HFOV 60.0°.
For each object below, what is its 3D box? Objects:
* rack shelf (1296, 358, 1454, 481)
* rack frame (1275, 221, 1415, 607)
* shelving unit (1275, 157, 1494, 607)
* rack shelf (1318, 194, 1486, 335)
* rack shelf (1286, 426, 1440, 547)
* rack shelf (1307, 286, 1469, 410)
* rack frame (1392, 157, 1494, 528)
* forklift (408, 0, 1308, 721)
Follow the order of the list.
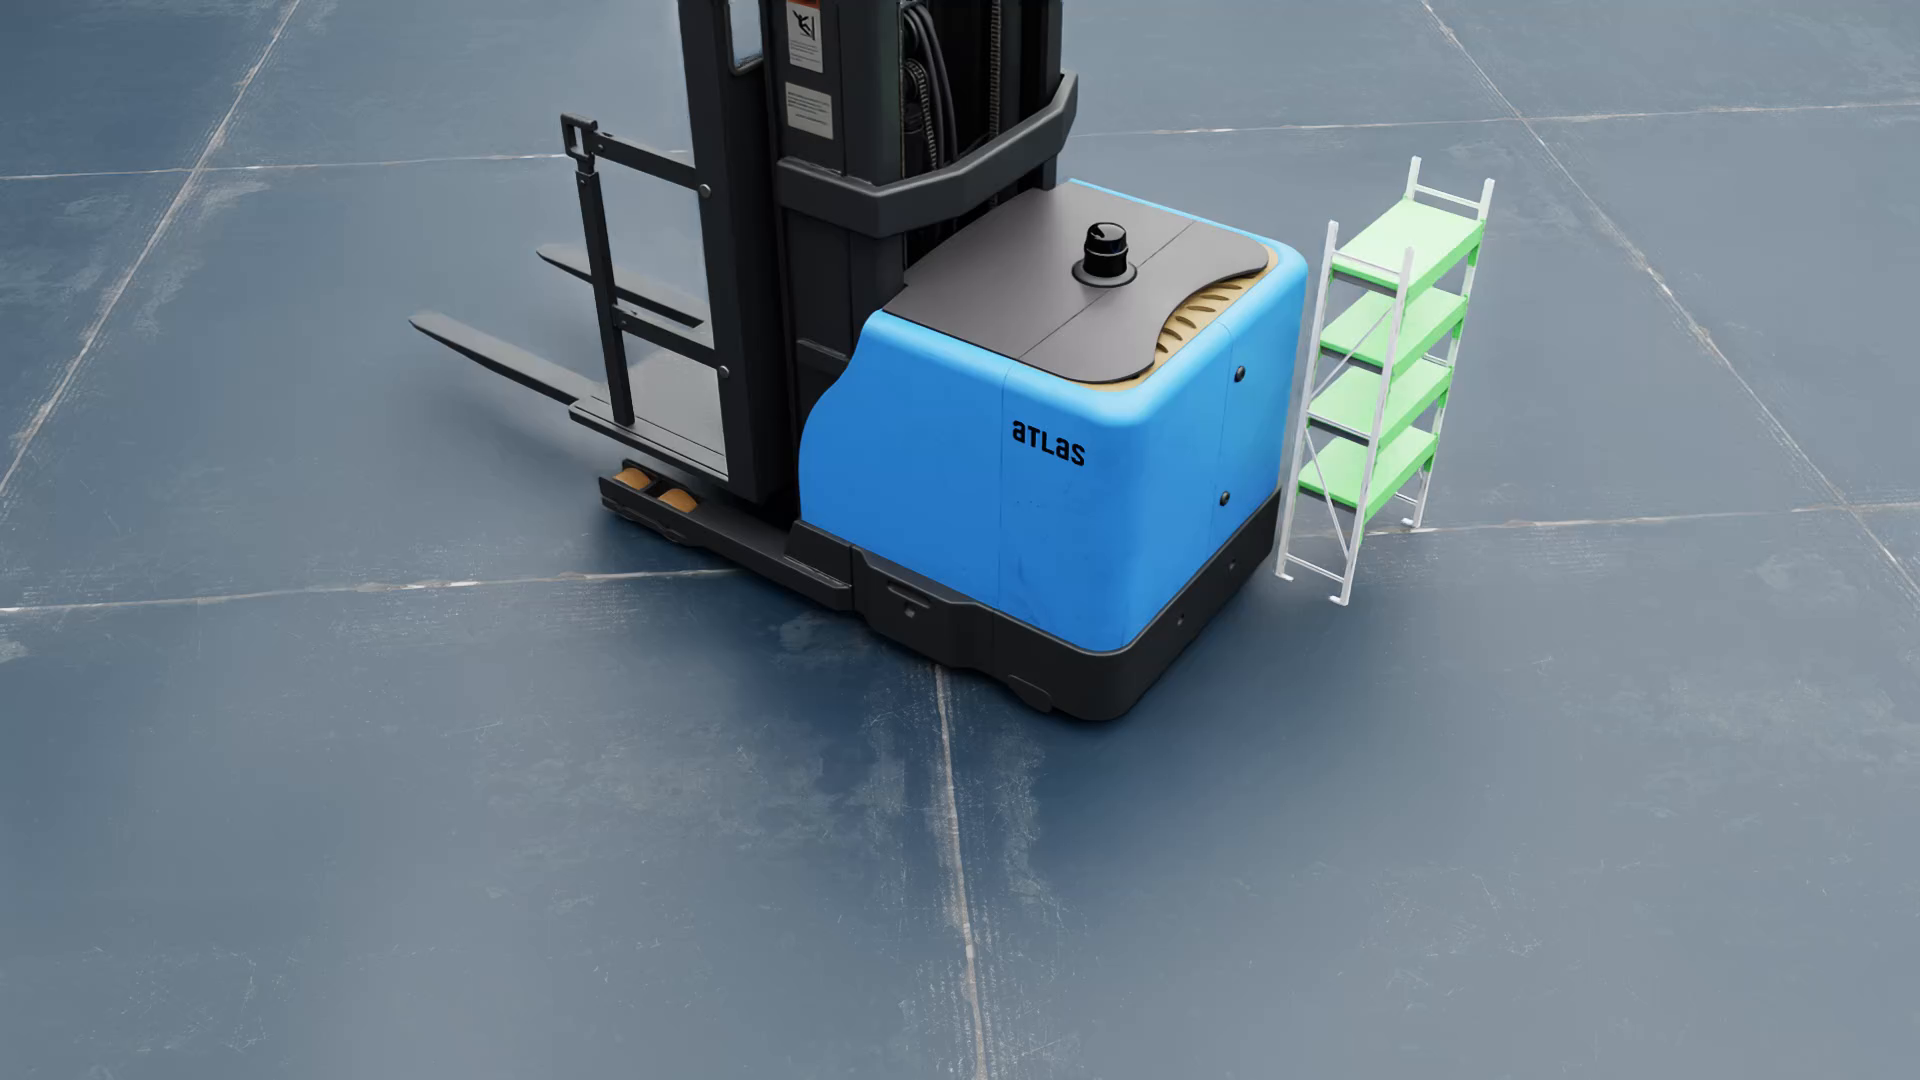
[{"bbox_3d":[1.218,-0.389,4.878,0.258,0.148,0.480,26,45,29],"label":"rack shelf"},{"bbox_3d":[1.068,-0.320,4.687,0.240,1.200,0.015,26,45,29],"label":"rack frame"},{"bbox_3d":[1.218,-0.439,4.838,0.258,1.200,0.503,26,45,29],"label":"shelving unit"},{"bbox_3d":[1.218,-0.766,4.580,0.258,0.148,0.480,26,45,29],"label":"rack shelf"},{"bbox_3d":[1.218,-0.201,5.026,0.258,0.148,0.480,26,45,29],"label":"rack shelf"},{"bbox_3d":[1.218,-0.578,4.729,0.258,0.148,0.480,26,45,29],"label":"rack shelf"},{"bbox_3d":[1.368,-0.559,4.989,0.240,1.200,0.015,26,45,29],"label":"rack frame"},{"bbox_3d":[-0.531,-1.385,4.640,3.031,2.935,1.130,24,44,27],"label":"forklift"}]
